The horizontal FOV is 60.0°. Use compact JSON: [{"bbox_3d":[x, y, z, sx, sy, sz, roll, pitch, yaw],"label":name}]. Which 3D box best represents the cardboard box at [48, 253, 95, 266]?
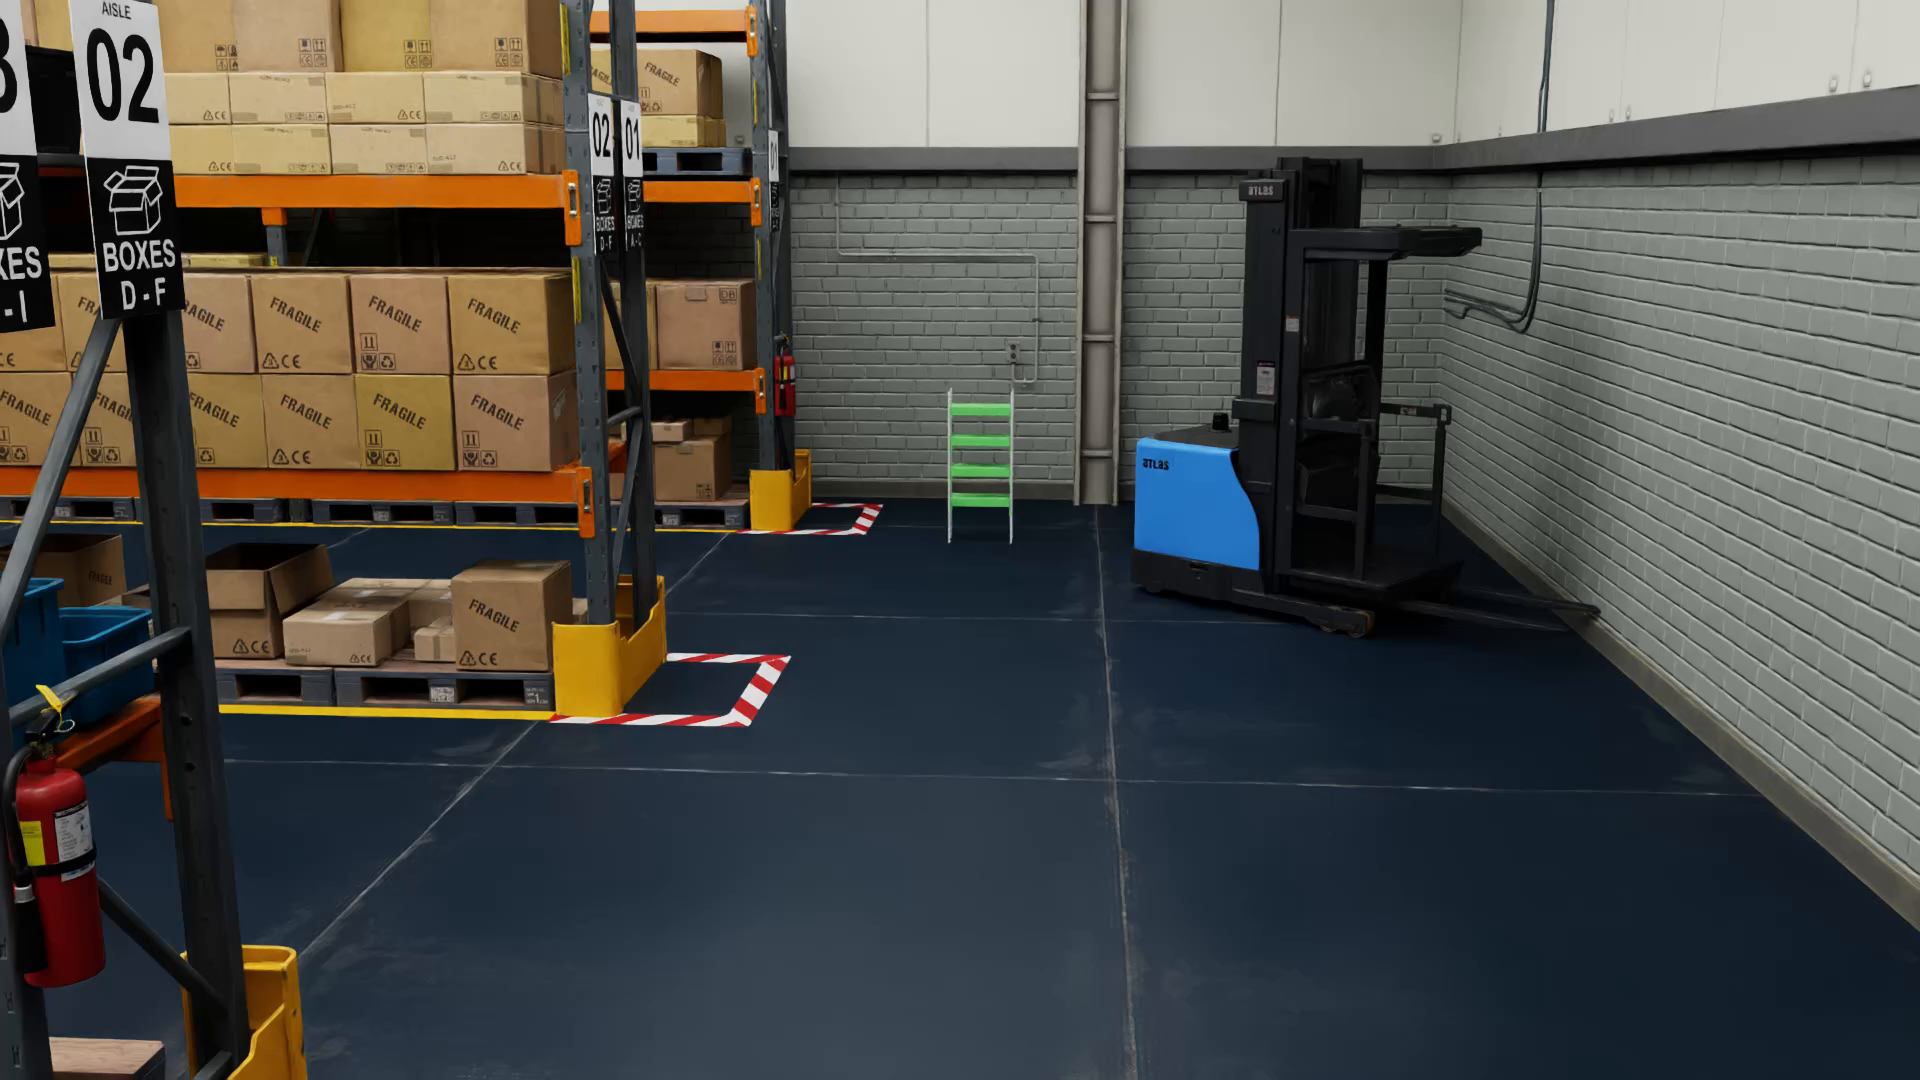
[{"bbox_3d":[-7.542,-2.265,13.919,0.500,0.250,0.500,1,12,3],"label":"cardboard box"}]

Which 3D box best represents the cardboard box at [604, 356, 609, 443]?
[{"bbox_3d":[-2.293,-0.759,9.325,0.500,0.500,0.500,1,12,5],"label":"cardboard box"}]

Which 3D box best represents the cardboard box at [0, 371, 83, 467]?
[{"bbox_3d":[-4.858,-0.685,8.970,0.500,0.500,0.500,1,12,5],"label":"cardboard box"}]

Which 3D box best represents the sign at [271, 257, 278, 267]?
[{"bbox_3d":[-5.558,-2.134,13.508,0.005,0.325,0.100,1,12,4],"label":"sign"}]

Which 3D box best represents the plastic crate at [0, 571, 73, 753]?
[{"bbox_3d":[-2.549,0.349,4.041,0.499,0.435,0.616,1,12,4],"label":"plastic crate"}]

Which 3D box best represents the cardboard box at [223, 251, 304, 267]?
[{"bbox_3d":[-5.973,-2.348,14.314,0.500,0.250,0.500,1,12,6],"label":"cardboard box"}]

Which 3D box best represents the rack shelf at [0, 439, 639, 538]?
[{"bbox_3d":[-3.864,-0.325,9.253,4.000,0.370,1.077,1,12,4],"label":"rack shelf"}]

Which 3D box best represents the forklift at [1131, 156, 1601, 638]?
[{"bbox_3d":[2.617,-0.947,10.638,3.031,2.935,1.130,11,16,41],"label":"forklift"}]

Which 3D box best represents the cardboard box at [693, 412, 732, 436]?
[{"bbox_3d":[-2.108,-0.990,14.169,0.250,0.149,0.380,1,12,4],"label":"cardboard box"}]

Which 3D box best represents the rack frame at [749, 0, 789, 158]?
[{"bbox_3d":[-1.541,-4.598,13.273,0.127,3.000,1.000,1,12,4],"label":"rack frame"}]

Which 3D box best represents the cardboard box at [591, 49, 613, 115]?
[{"bbox_3d":[-2.788,-3.642,13.290,0.500,0.500,0.500,1,12,5],"label":"cardboard box"}]

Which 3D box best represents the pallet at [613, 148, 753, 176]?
[{"bbox_3d":[-2.282,-3.095,13.627,1.213,0.211,1.003,1,12,4],"label":"pallet"}]

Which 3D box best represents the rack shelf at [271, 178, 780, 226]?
[{"bbox_3d":[-3.536,-2.805,13.784,4.000,0.370,1.077,1,12,4],"label":"rack shelf"}]

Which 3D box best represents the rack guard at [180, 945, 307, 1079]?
[{"bbox_3d":[-2.178,1.583,4.479,0.348,0.500,1.175,1,12,4],"label":"rack guard"}]

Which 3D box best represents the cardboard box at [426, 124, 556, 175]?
[{"bbox_3d":[-2.398,-1.998,8.533,0.500,0.250,0.500,1,12,4],"label":"cardboard box"}]

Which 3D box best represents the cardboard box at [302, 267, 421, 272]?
[{"bbox_3d":[-3.314,-1.262,9.287,0.500,0.500,0.500,1,12,5],"label":"cardboard box"}]

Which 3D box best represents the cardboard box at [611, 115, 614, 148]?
[{"bbox_3d":[-2.809,-3.274,13.364,0.500,0.250,0.500,0,12,2],"label":"cardboard box"}]

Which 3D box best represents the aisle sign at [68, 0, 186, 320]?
[{"bbox_3d":[-2.111,-0.970,4.231,0.004,0.787,0.394,1,12,4],"label":"aisle sign"}]

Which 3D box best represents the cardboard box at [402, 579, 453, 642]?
[{"bbox_3d":[-2.890,0.408,9.631,0.500,0.250,0.500,1,12,4],"label":"cardboard box"}]

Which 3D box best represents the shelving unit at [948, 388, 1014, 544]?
[{"bbox_3d":[0.165,-0.585,13.134,0.503,1.200,0.258,1,12,4],"label":"shelving unit"}]

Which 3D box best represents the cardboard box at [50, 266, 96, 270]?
[{"bbox_3d":[-4.826,-1.282,9.387,0.500,0.500,0.500,1,12,3],"label":"cardboard box"}]

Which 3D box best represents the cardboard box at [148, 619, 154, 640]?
[{"bbox_3d":[-4.591,0.527,9.270,0.250,0.166,0.380,1,12,4],"label":"cardboard box"}]

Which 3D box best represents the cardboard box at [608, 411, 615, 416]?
[{"bbox_3d":[-3.117,-1.003,14.234,0.250,0.149,0.380,1,12,5],"label":"cardboard box"}]

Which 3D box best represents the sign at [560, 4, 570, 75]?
[{"bbox_3d":[-1.925,-2.438,8.110,0.005,0.325,0.100,1,12,4],"label":"sign"}]

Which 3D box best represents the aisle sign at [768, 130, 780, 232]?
[{"bbox_3d":[-1.489,-2.872,13.323,0.004,0.787,0.394,1,12,4],"label":"aisle sign"}]

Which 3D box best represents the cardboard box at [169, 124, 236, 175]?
[{"bbox_3d":[-3.894,-2.021,8.645,0.500,0.250,0.500,1,12,4],"label":"cardboard box"}]

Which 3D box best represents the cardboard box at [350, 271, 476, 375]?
[{"bbox_3d":[-2.835,-1.145,8.729,0.500,0.500,0.500,1,12,5],"label":"cardboard box"}]

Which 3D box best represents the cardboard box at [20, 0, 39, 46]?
[{"bbox_3d":[-4.882,-2.677,8.725,0.500,0.500,0.700,1,12,4],"label":"cardboard box"}]

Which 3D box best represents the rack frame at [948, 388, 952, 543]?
[{"bbox_3d":[-0.078,-0.588,13.150,0.015,1.200,0.240,1,12,4],"label":"rack frame"}]

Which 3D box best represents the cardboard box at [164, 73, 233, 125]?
[{"bbox_3d":[-3.895,-2.264,8.586,0.500,0.250,0.500,1,12,4],"label":"cardboard box"}]

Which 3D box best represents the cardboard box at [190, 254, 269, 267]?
[{"bbox_3d":[-6.015,-2.242,13.810,0.500,0.250,0.500,1,12,5],"label":"cardboard box"}]

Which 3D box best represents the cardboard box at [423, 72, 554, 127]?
[{"bbox_3d":[-2.398,-2.244,8.490,0.500,0.250,0.500,1,12,4],"label":"cardboard box"}]

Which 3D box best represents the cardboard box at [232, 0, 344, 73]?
[{"bbox_3d":[-3.381,-2.669,8.690,0.500,0.500,0.700,1,12,4],"label":"cardboard box"}]

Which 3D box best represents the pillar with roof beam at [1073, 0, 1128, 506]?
[{"bbox_3d":[0.923,-3.859,9.737,0.400,9.000,9.100,1,12,4],"label":"pillar with roof beam"}]

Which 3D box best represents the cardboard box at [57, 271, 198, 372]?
[{"bbox_3d":[-4.380,-1.165,8.825,0.500,0.500,0.500,0,12,2],"label":"cardboard box"}]

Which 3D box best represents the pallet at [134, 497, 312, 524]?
[{"bbox_3d":[-6.307,-0.347,14.411,1.213,0.211,1.003,1,12,4],"label":"pallet"}]

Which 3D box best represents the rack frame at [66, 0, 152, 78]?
[{"bbox_3d":[-2.203,-2.574,3.597,0.127,3.000,1.000,1,12,4],"label":"rack frame"}]

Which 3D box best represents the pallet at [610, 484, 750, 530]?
[{"bbox_3d":[-2.344,-0.292,14.148,1.213,0.211,1.003,1,12,4],"label":"pallet"}]

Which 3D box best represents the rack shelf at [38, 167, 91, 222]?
[{"bbox_3d":[-4.198,-0.781,4.109,4.000,0.370,1.077,1,12,4],"label":"rack shelf"}]

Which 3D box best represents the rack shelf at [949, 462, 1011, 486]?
[{"bbox_3d":[0.165,-0.522,13.147,0.480,0.148,0.258,1,12,4],"label":"rack shelf"}]

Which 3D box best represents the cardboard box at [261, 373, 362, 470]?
[{"bbox_3d":[-3.348,-0.664,8.871,0.500,0.500,0.500,1,12,4],"label":"cardboard box"}]

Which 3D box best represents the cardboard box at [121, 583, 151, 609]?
[{"bbox_3d":[-4.523,0.356,9.731,0.500,0.311,0.500,1,12,4],"label":"cardboard box"}]

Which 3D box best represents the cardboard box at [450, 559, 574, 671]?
[{"bbox_3d":[-2.427,0.401,9.055,0.500,0.500,0.500,1,12,4],"label":"cardboard box"}]
